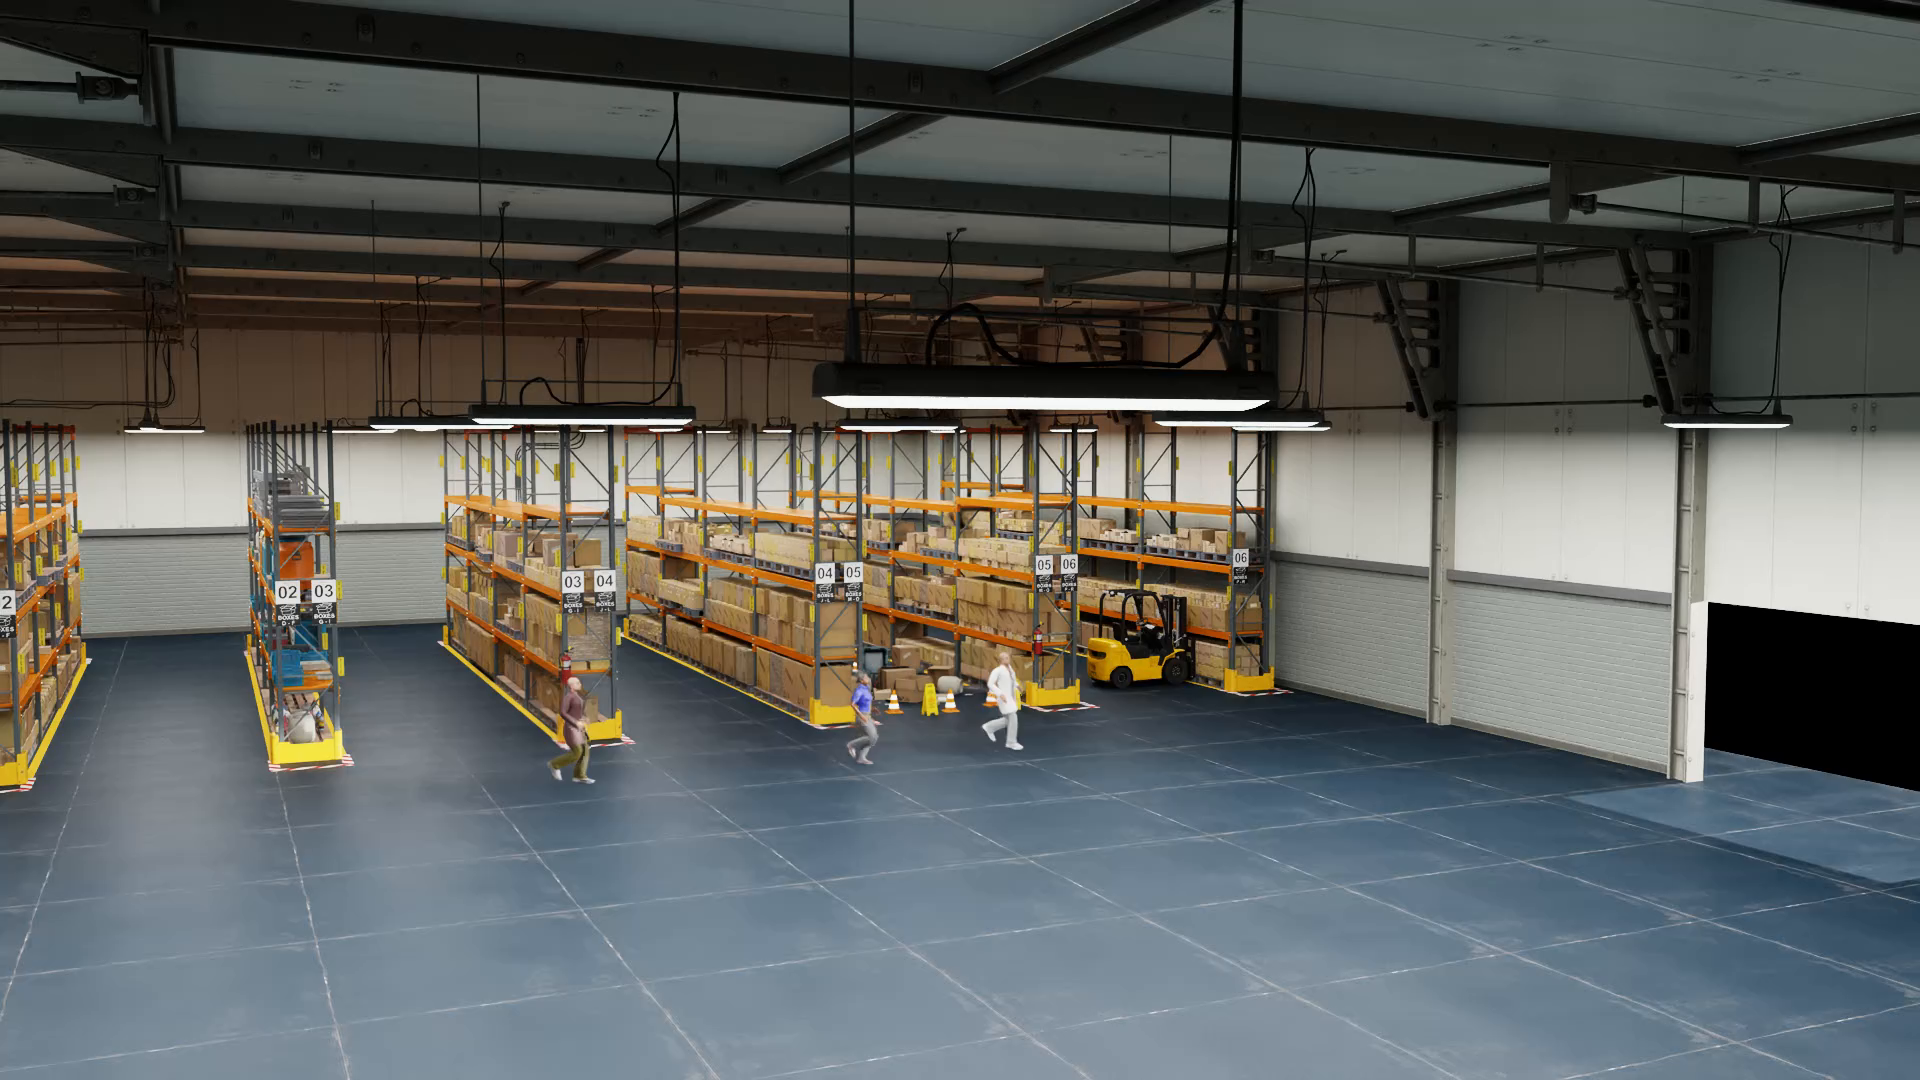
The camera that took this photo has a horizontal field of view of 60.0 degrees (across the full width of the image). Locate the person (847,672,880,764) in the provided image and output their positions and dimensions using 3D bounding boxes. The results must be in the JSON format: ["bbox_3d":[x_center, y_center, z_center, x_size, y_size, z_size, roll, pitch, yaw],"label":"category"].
[{"bbox_3d":[-1.682,3.119,29.023,0.560,1.604,0.575,1,4,9],"label":"person"}]

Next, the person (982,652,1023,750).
[{"bbox_3d":[0.797,3.038,30.568,0.843,1.582,0.704,2,4,28],"label":"person"}]

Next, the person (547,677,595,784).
[{"bbox_3d":[-6.411,3.137,27.427,0.770,1.765,0.738,0,4,5],"label":"person"}]

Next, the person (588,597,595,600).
[{"bbox_3d":[-10.106,2.036,45.669,0.588,1.664,1.000,-1,4,-16],"label":"person"}]
